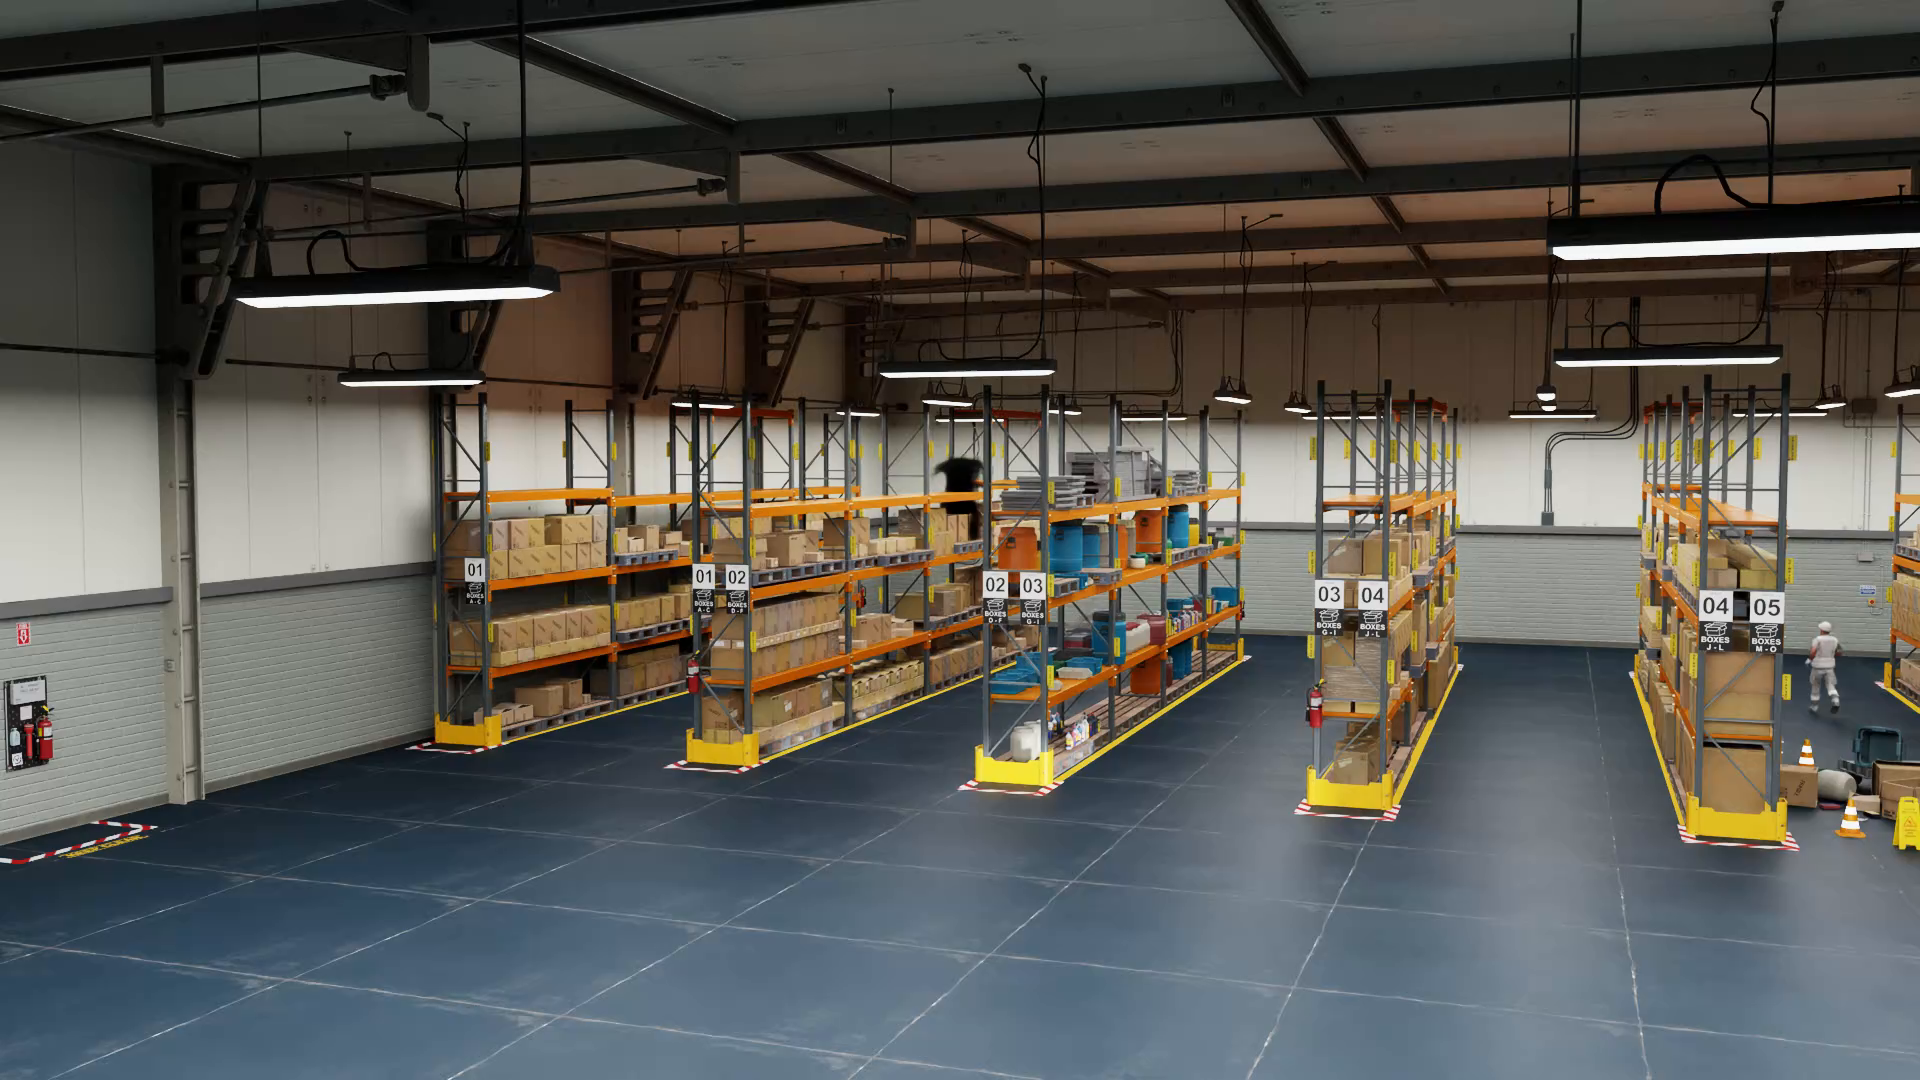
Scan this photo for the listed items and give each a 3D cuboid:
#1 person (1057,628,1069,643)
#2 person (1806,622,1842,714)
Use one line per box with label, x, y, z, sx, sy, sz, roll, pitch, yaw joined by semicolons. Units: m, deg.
person;2.278;2.483;34.002;0.592;1.462;1.096;2;4;36
person;16.308;2.417;31.380;0.654;1.765;1.000;0;3;8
